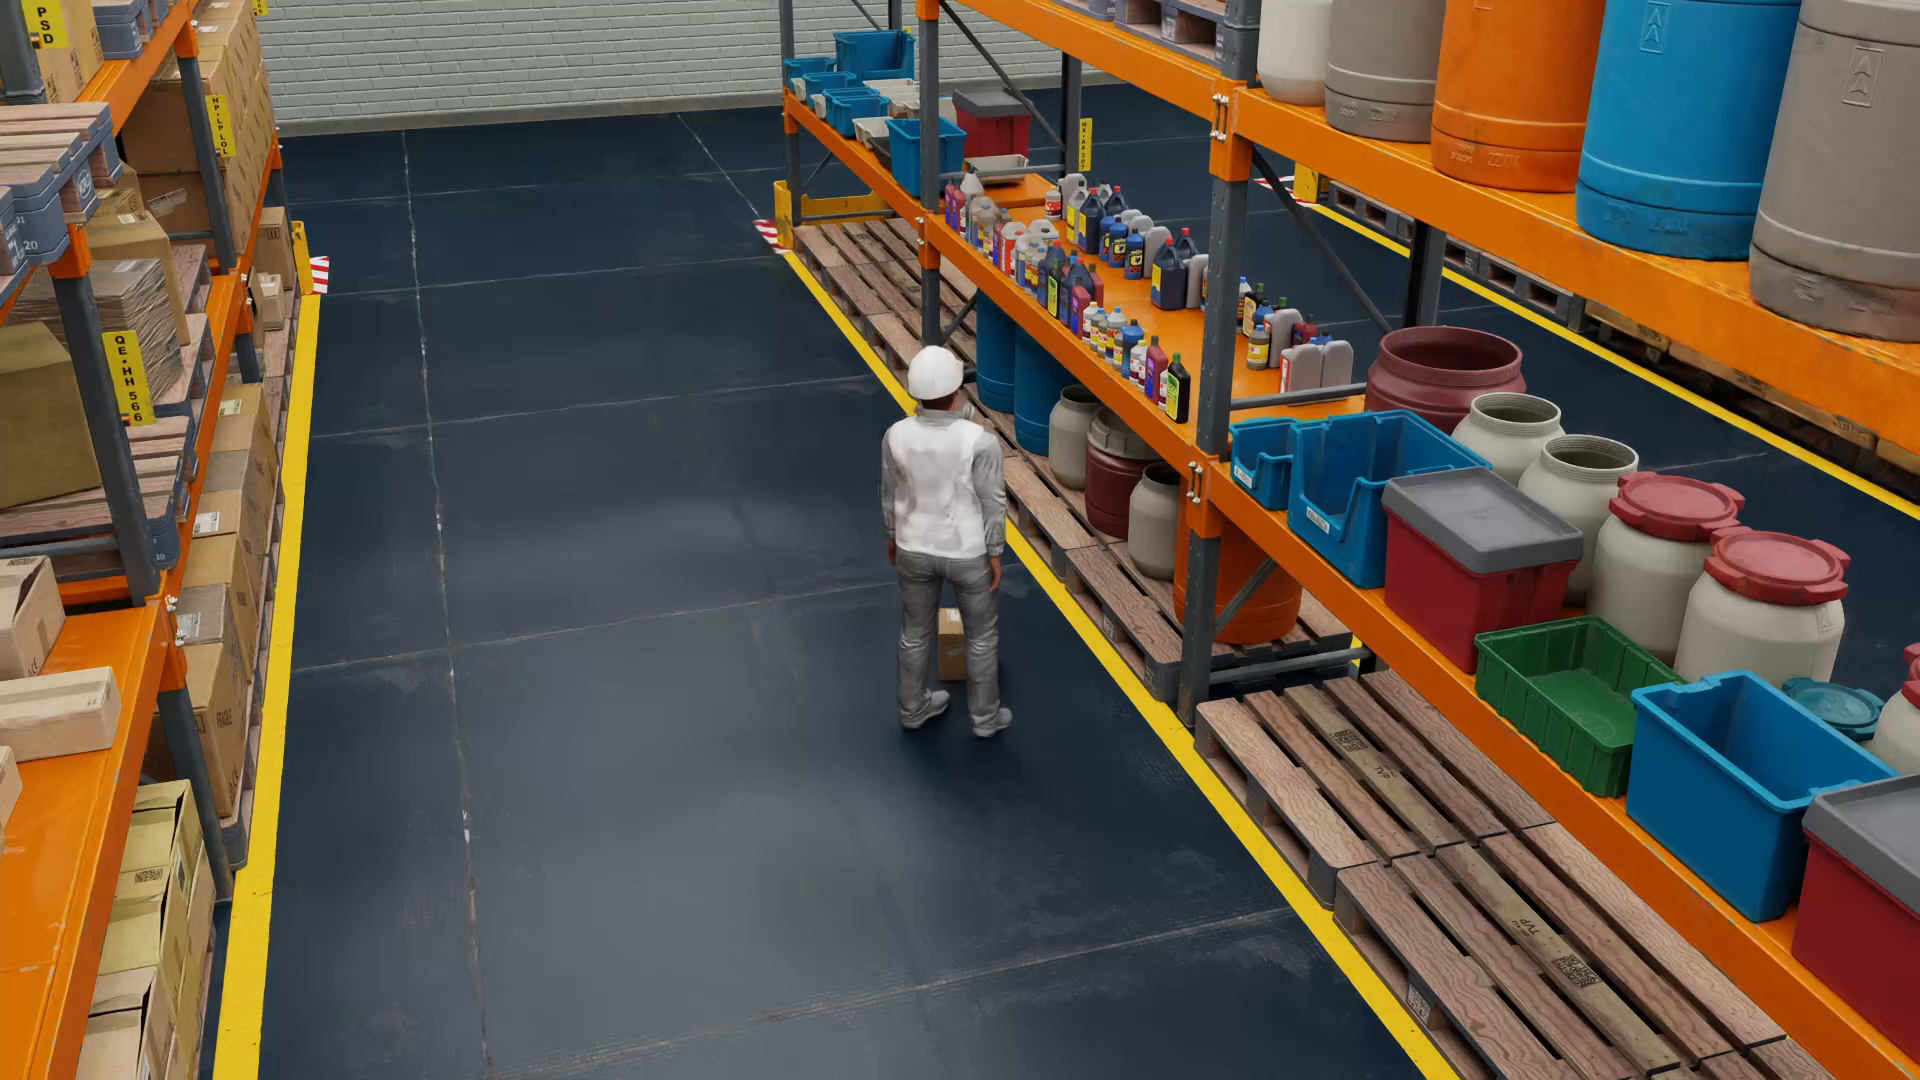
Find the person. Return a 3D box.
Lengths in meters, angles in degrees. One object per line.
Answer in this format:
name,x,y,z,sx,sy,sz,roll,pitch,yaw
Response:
person,-0.058,0.030,7.022,0.558,1.809,0.383,7,27,14
